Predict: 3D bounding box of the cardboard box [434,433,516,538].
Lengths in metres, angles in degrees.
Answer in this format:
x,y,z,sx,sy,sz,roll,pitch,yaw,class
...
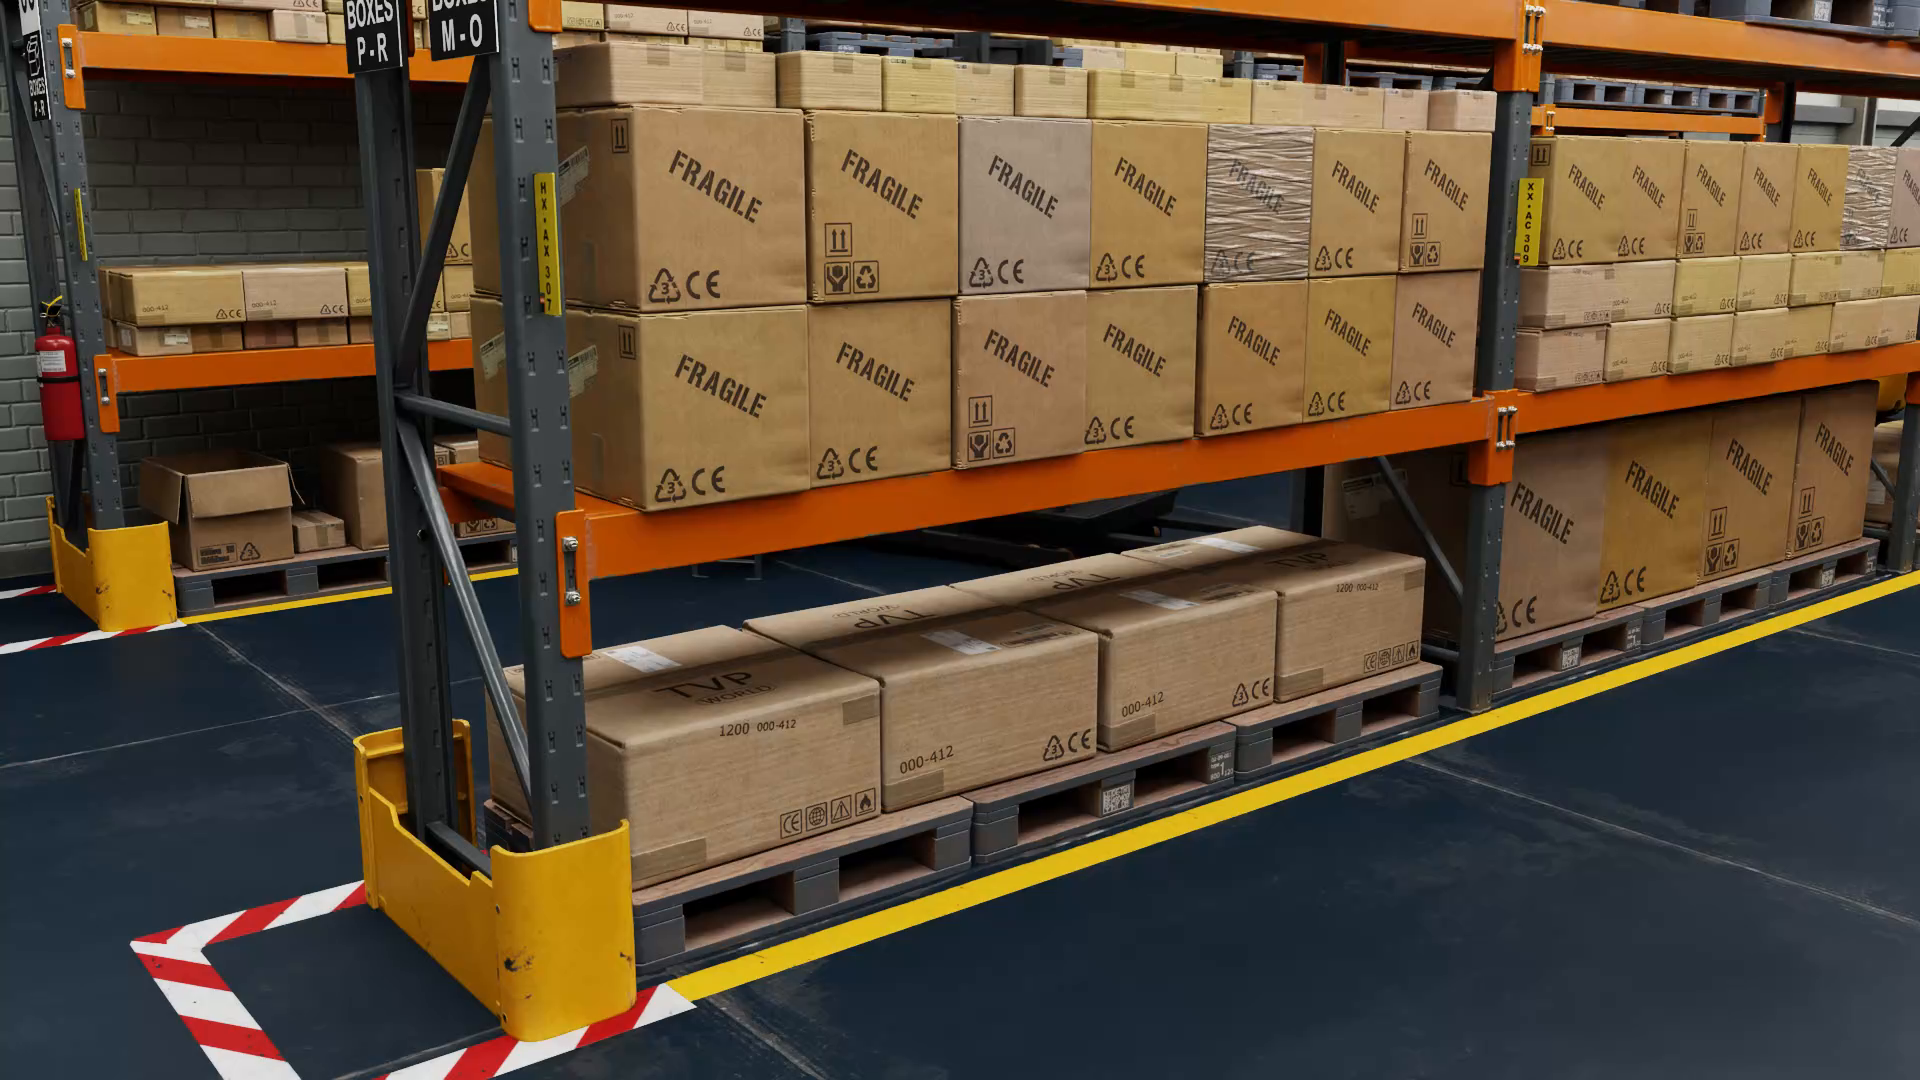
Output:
x,y,z,sx,sy,sz,roll,pitch,yaw,class
-2.705,-0.327,9.455,0.500,0.500,0.500,-9,15,-37,cardboard box

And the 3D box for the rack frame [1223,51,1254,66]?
x,y,z,sx,sy,sz,roll,pitch,yaw,class
1.838,-5.096,12.464,0.127,3.000,1.000,-9,15,-38,rack frame

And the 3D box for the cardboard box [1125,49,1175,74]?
x,y,z,sx,sy,sz,roll,pitch,yaw,class
1.197,-3.384,11.985,0.500,0.250,0.500,-9,15,-37,cardboard box

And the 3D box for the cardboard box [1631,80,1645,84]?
x,y,z,sx,sy,sz,roll,pitch,yaw,class
6.310,-4.480,15.855,0.258,0.266,0.396,-10,15,-39,cardboard box

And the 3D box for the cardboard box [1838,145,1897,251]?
x,y,z,sx,sy,sz,roll,pitch,yaw,class
4.306,-1.718,8.348,0.500,0.500,0.500,-9,15,-37,cardboard box

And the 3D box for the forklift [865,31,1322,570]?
x,y,z,sx,sy,sz,roll,pitch,yaw,class
0.602,-1.348,9.419,3.031,2.935,1.130,8,14,33,forklift

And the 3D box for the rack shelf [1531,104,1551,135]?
x,y,z,sx,sy,sz,roll,pitch,yaw,class
3.399,-3.537,14.073,4.000,0.370,1.077,-9,15,-38,rack shelf

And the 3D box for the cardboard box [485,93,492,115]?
x,y,z,sx,sy,sz,roll,pitch,yaw,class
-1.150,-1.253,4.600,0.250,0.149,0.380,-9,15,-37,cardboard box

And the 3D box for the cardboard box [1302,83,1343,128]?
x,y,z,sx,sy,sz,roll,pitch,yaw,class
1.115,-1.519,5.849,0.250,0.149,0.380,-10,15,-38,cardboard box

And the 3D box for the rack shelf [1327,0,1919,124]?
x,y,z,sx,sy,sz,roll,pitch,yaw,class
3.380,-2.213,7.839,4.000,0.370,1.077,-9,15,-38,rack shelf

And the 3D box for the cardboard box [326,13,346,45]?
x,y,z,sx,sy,sz,roll,pitch,yaw,class
-3.157,-2.591,8.494,0.250,0.149,0.380,-9,15,-38,cardboard box

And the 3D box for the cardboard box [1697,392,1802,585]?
x,y,z,sx,sy,sz,roll,pitch,yaw,class
3.651,-0.332,8.575,0.875,0.875,0.875,-9,15,-37,cardboard box

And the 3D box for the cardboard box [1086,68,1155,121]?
x,y,z,sx,sy,sz,roll,pitch,yaw,class
0.382,-1.370,5.149,0.250,0.149,0.380,-10,16,-39,cardboard box

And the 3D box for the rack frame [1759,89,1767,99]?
x,y,z,sx,sy,sz,roll,pitch,yaw,class
8.085,-6.134,17.353,0.127,3.000,1.000,-9,15,-38,rack frame

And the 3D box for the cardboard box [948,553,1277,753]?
x,y,z,sx,sy,sz,roll,pitch,yaw,class
0.562,0.390,6.227,0.875,0.438,0.875,-10,16,-39,cardboard box

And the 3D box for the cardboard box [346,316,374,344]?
x,y,z,sx,sy,sz,roll,pitch,yaw,class
-3.188,-1.137,8.868,0.250,0.149,0.380,-9,15,-37,cardboard box

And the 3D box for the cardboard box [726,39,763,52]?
x,y,z,sx,sy,sz,roll,pitch,yaw,class
-1.382,-2.892,9.912,0.250,0.149,0.380,-10,15,-38,cardboard box

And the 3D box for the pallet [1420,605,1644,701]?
x,y,z,sx,sy,sz,roll,pitch,yaw,class
2.374,0.414,7.673,1.213,0.211,1.003,-9,15,-38,pallet

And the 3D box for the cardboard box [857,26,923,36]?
x,y,z,sx,sy,sz,roll,pitch,yaw,class
-0.444,-3.292,10.544,0.250,0.149,0.380,-9,15,-37,cardboard box

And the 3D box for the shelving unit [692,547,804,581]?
x,y,z,sx,sy,sz,roll,pitch,yaw,class
-1.196,-0.595,9.320,0.431,1.500,0.755,3,12,13,shelving unit

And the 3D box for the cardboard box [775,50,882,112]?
x,y,z,sx,sy,sz,roll,pitch,yaw,class
-0.420,-1.236,4.519,0.250,0.149,0.380,-9,15,-36,cardboard box

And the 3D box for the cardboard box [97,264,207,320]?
x,y,z,sx,sy,sz,roll,pitch,yaw,class
-4.216,-1.298,8.667,0.500,0.250,0.500,-9,15,-36,cardboard box

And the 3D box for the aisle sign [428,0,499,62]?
x,y,z,sx,sy,sz,roll,pitch,yaw,class
-1.180,-1.534,3.874,0.004,0.787,0.394,-9,15,-38,aisle sign

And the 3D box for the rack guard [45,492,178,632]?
x,y,z,sx,sy,sz,roll,pitch,yaw,class
-4.350,0.089,8.505,0.348,0.500,1.175,-9,15,-38,rack guard

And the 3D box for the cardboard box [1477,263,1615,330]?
x,y,z,sx,sy,sz,roll,pitch,yaw,class
2.338,-1.021,6.871,0.500,0.250,0.500,-10,16,-39,cardboard box

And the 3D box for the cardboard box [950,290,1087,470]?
x,y,z,sx,sy,sz,roll,pitch,yaw,class
0.035,-0.517,5.101,0.500,0.500,0.500,-10,15,-38,cardboard box

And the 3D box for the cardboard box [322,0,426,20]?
x,y,z,sx,sy,sz,roll,pitch,yaw,class
-3.100,-2.810,8.564,0.500,0.250,0.500,-10,16,-39,cardboard box

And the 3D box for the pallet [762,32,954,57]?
x,y,z,sx,sy,sz,roll,pitch,yaw,class
-0.733,-3.091,10.696,1.003,0.211,1.213,-9,15,-38,pallet

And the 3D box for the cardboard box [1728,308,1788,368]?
x,y,z,sx,sy,sz,roll,pitch,yaw,class
3.536,-0.974,7.854,0.500,0.250,0.500,-10,15,-39,cardboard box

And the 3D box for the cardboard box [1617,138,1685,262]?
x,y,z,sx,sy,sz,roll,pitch,yaw,class
2.721,-1.457,7.121,0.500,0.500,0.500,-10,15,-38,cardboard box

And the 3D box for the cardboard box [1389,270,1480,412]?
x,y,z,sx,sy,sz,roll,pitch,yaw,class
1.616,-0.785,6.365,0.500,0.500,0.500,-9,15,-37,cardboard box

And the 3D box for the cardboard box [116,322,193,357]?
x,y,z,sx,sy,sz,roll,pitch,yaw,class
-3.981,-0.999,8.216,0.250,0.149,0.380,-10,15,-38,cardboard box

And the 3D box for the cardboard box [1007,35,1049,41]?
x,y,z,sx,sy,sz,roll,pitch,yaw,class
0.380,-3.419,11.141,0.250,0.149,0.380,-9,15,-36,cardboard box

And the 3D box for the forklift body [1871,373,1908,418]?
x,y,z,sx,sy,sz,roll,pitch,yaw,class
7.744,-2.243,15.512,1.214,2.155,2.313,-9,15,-38,forklift body

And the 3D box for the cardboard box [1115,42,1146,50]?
x,y,z,sx,sy,sz,roll,pitch,yaw,class
1.109,-3.566,11.880,0.250,0.149,0.380,-9,15,-38,cardboard box

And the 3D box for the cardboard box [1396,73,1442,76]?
x,y,z,sx,sy,sz,roll,pitch,yaw,class
4.055,-4.149,14.579,0.250,0.149,0.380,-9,15,-38,cardboard box

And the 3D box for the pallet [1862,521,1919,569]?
x,y,z,sx,sy,sz,roll,pitch,yaw,class
5.553,-0.094,10.064,1.213,0.211,1.003,-9,15,-38,pallet

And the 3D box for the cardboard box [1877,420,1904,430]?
x,y,z,sx,sy,sz,roll,pitch,yaw,class
6.556,-0.543,10.781,0.625,0.372,0.950,-9,15,-36,cardboard box

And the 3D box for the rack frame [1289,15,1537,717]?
x,y,z,sx,sy,sz,roll,pitch,yaw,class
1.818,-0.838,6.854,0.127,3.000,1.000,-9,15,-38,rack frame

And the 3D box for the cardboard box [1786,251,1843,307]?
x,y,z,sx,sy,sz,roll,pitch,yaw,class
3.937,-1.287,8.127,0.500,0.250,0.500,-10,16,-39,cardboard box

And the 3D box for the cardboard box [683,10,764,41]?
x,y,z,sx,sy,sz,roll,pitch,yaw,class
-1.506,-3.079,9.830,0.500,0.250,0.500,-9,15,-37,cardboard box

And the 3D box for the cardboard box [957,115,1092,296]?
x,y,z,sx,sy,sz,roll,pitch,yaw,class
0.044,-1.009,5.013,0.500,0.500,0.500,-10,15,-38,cardboard box

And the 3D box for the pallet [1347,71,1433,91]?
x,y,z,sx,sy,sz,roll,pitch,yaw,class
3.183,-3.785,13.964,1.213,0.211,1.003,-9,15,-35,pallet

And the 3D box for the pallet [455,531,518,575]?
x,y,z,sx,sy,sz,roll,pitch,yaw,class
-2.776,-0.030,9.764,1.213,0.211,1.003,-9,15,-38,pallet

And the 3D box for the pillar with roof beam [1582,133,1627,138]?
x,y,z,sx,sy,sz,roll,pitch,yaw,class
9.667,-5.492,14.328,0.400,9.000,9.100,-9,15,-38,pillar with roof beam

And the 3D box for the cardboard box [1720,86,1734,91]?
x,y,z,sx,sy,sz,roll,pitch,yaw,class
7.627,-4.642,16.898,0.250,0.149,0.380,-10,16,-39,cardboard box

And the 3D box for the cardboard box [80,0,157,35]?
x,y,z,sx,sy,sz,roll,pitch,yaw,class
-4.015,-2.472,7.930,0.250,0.149,0.380,-9,15,-36,cardboard box

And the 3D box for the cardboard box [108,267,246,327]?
x,y,z,sx,sy,sz,roll,pitch,yaw,class
-3.886,-1.211,8.255,0.500,0.250,0.500,-9,15,-37,cardboard box

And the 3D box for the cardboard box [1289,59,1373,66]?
x,y,z,sx,sy,sz,roll,pitch,yaw,class
2.887,-4.068,13.353,0.500,0.500,0.700,-10,15,-39,cardboard box

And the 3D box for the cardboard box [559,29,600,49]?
x,y,z,sx,sy,sz,roll,pitch,yaw,class
-2.212,-2.767,9.320,0.250,0.149,0.380,-9,15,-36,cardboard box

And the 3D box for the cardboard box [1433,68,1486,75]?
x,y,z,sx,sy,sz,roll,pitch,yaw,class
4.292,-4.087,14.288,0.250,0.149,0.380,-9,15,-38,cardboard box

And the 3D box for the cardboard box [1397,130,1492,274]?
x,y,z,sx,sy,sz,roll,pitch,yaw,class
1.622,-1.270,6.240,0.500,0.500,0.500,-10,15,-38,cardboard box
